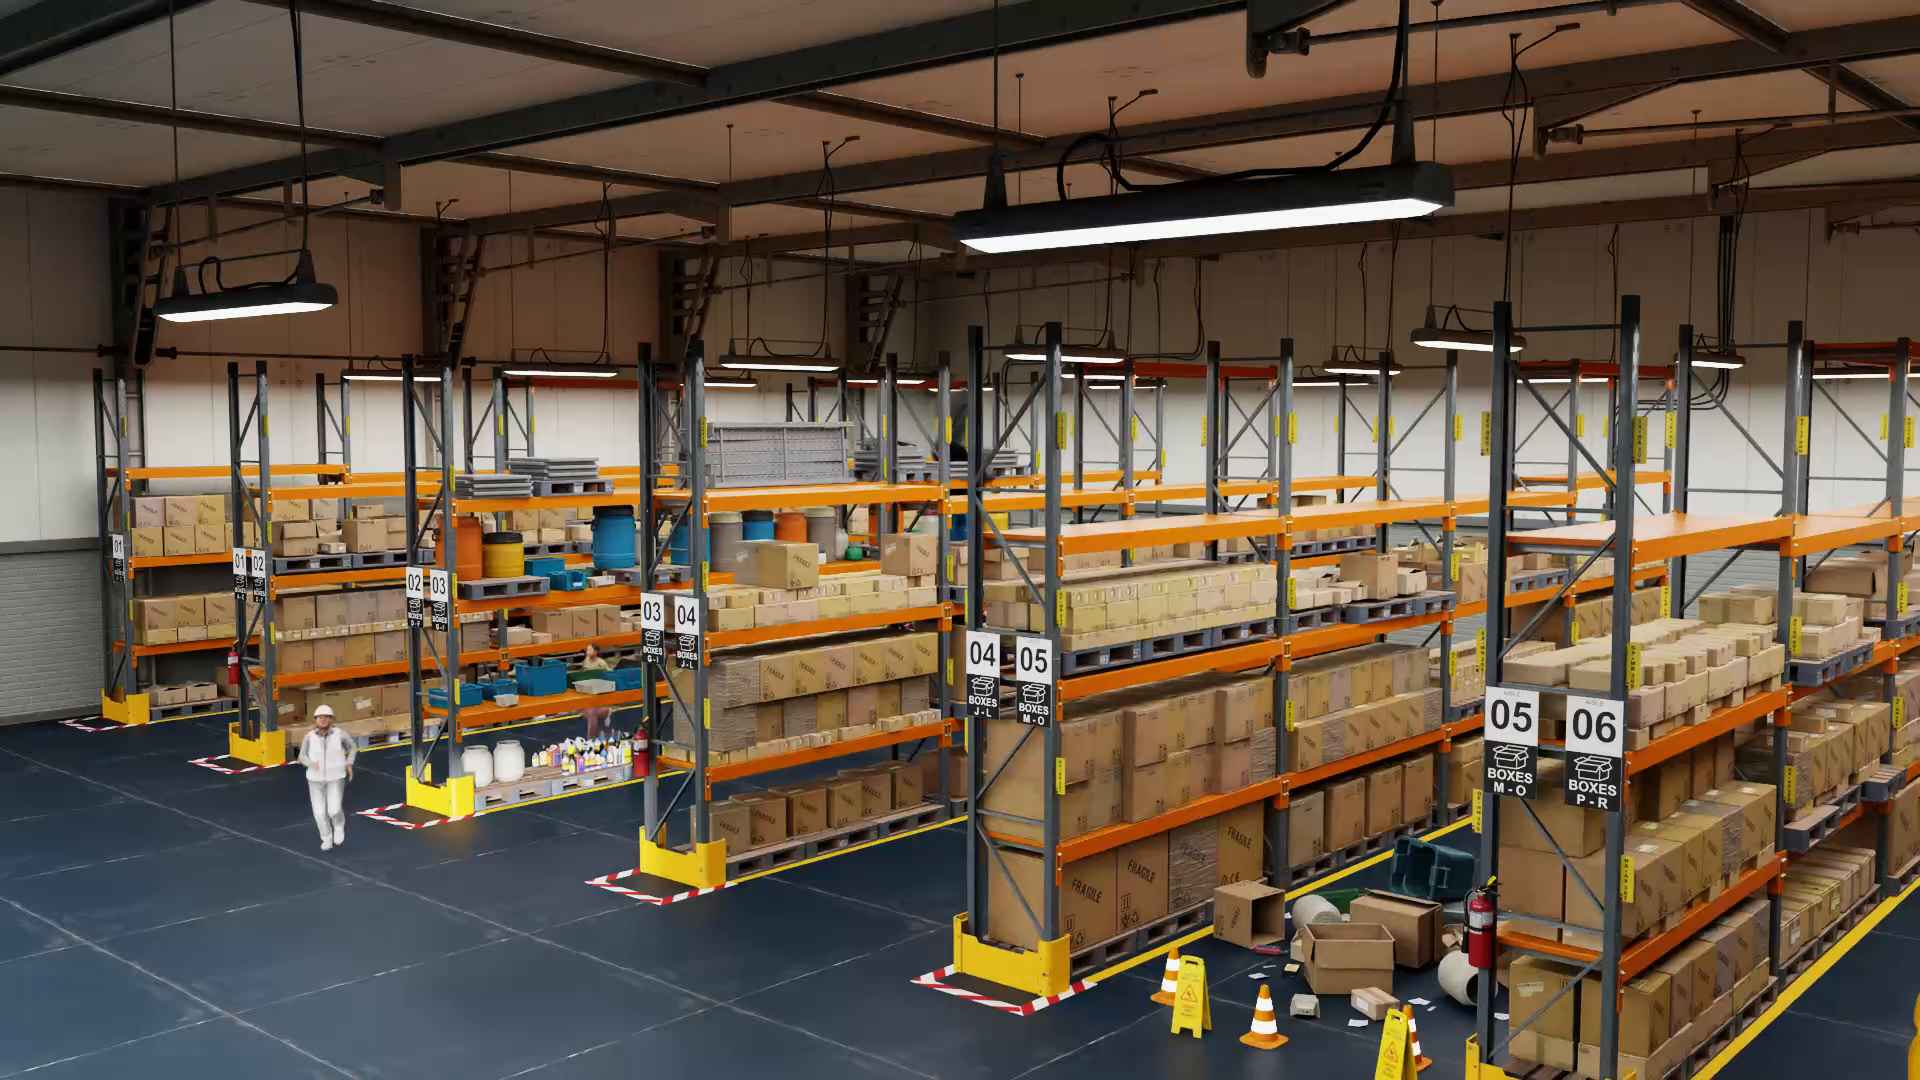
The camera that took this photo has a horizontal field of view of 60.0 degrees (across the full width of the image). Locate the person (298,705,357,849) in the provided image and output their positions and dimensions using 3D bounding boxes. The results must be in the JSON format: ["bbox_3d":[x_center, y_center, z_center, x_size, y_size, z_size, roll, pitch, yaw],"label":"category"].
[{"bbox_3d":[-7.529,2.836,19.779,0.643,1.732,0.603,-1,4,-13],"label":"person"}]

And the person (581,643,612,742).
[{"bbox_3d":[-5.789,2.429,26.491,0.615,1.624,0.656,3,5,32],"label":"person"}]

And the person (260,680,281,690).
[{"bbox_3d":[-10.997,2.413,26.798,0.566,1.575,0.718,3,5,37],"label":"person"}]
